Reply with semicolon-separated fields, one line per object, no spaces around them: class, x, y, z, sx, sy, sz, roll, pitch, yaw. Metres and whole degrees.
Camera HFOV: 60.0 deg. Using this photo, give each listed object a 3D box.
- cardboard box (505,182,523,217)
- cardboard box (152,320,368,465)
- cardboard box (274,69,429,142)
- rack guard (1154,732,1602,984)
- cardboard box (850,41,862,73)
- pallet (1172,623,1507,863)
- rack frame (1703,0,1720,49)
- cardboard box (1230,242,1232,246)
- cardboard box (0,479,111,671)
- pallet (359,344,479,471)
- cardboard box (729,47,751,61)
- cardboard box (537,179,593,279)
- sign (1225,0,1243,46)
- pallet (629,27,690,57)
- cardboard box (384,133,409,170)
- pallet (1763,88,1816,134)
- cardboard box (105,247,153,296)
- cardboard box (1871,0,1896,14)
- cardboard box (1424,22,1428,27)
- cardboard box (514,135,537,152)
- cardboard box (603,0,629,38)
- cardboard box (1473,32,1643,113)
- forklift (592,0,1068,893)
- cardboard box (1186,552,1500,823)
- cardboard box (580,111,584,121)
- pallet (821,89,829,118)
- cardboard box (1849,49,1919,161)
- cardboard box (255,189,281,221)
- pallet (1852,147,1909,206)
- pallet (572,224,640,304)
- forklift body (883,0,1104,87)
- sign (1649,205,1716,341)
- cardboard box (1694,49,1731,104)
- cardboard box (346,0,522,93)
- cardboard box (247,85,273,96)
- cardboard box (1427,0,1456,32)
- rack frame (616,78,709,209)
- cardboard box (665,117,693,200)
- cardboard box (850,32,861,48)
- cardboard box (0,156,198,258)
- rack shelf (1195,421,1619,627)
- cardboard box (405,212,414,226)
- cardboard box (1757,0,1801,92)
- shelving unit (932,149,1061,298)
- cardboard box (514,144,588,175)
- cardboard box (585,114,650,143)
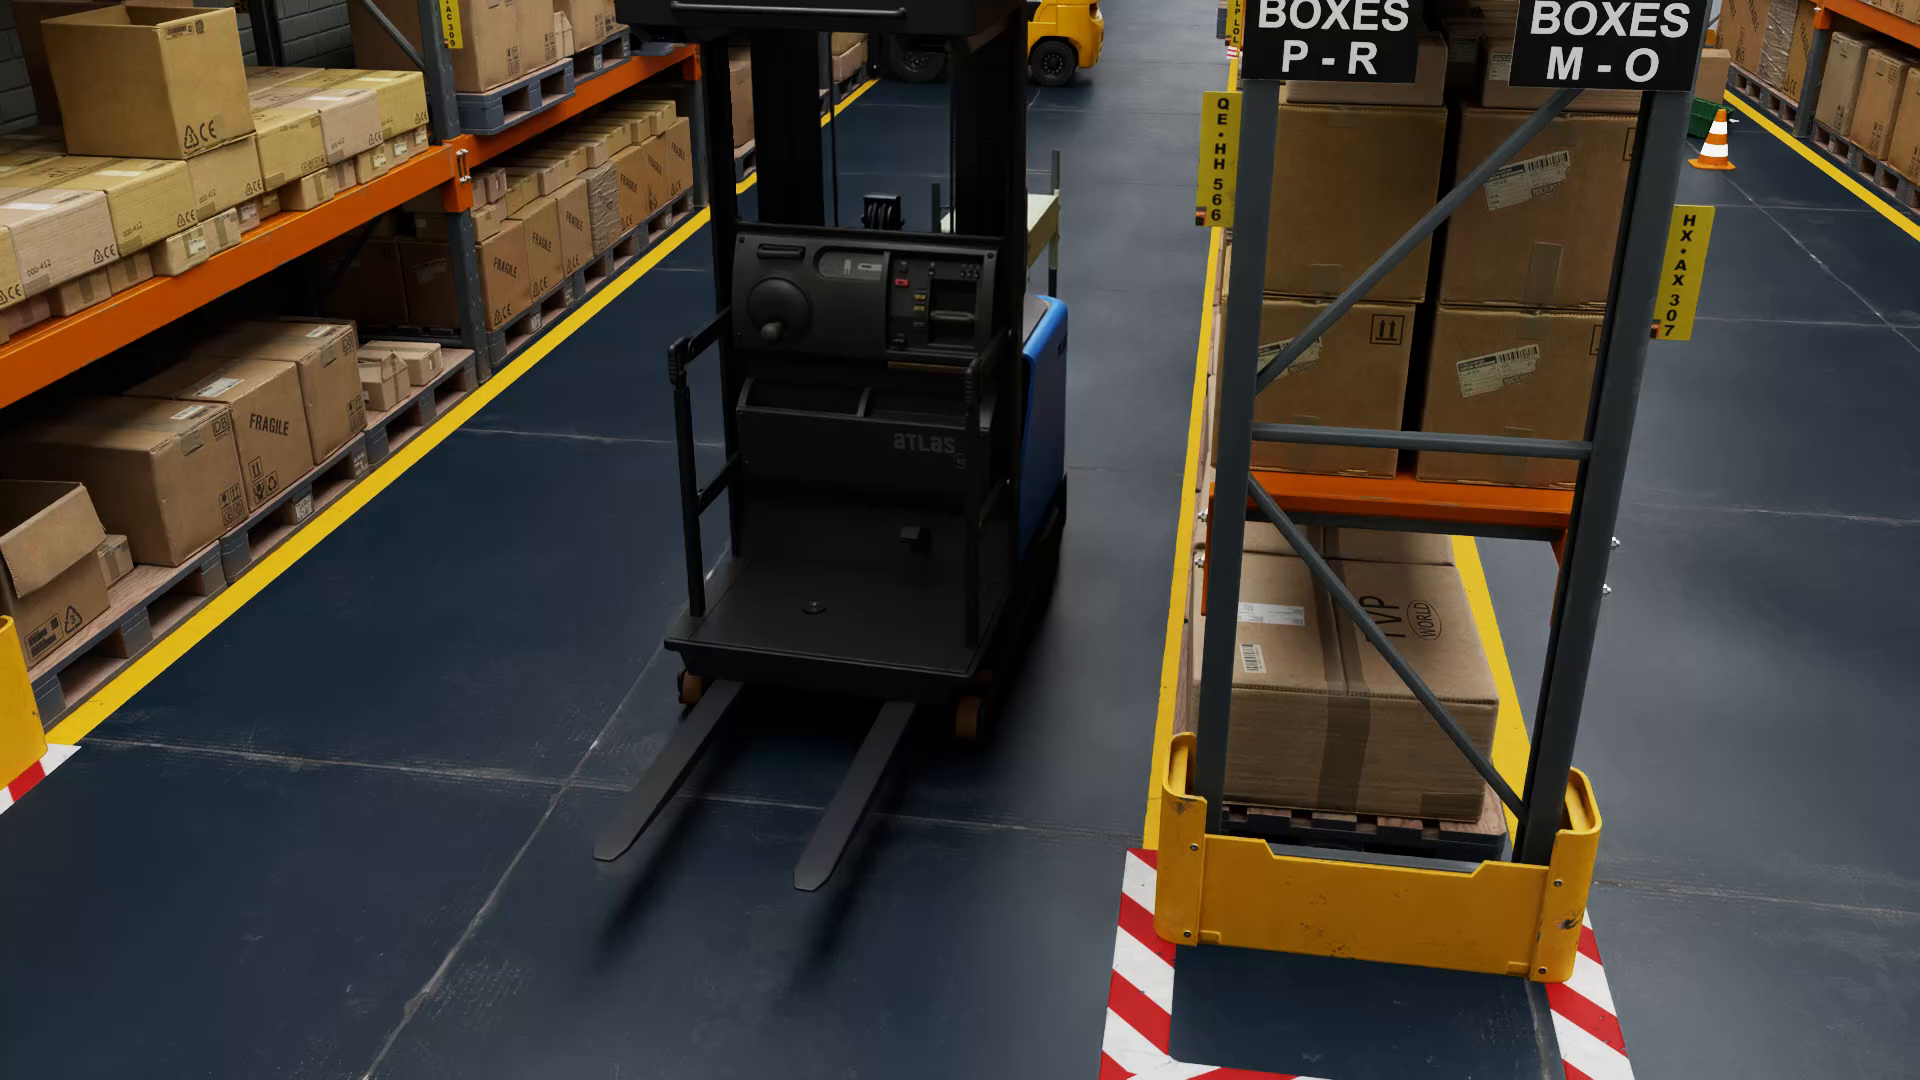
cardboard box;-2.760;-1.973;9.615;0.380;0.149;0.250;3;25;6
cardboard box;-3.193;-0.684;7.626;0.700;0.500;0.500;3;25;7
cardboard box;-2.923;-2.097;8.018;0.500;0.250;0.500;5;25;10
rack guard;1.159;0.897;4.744;1.175;0.500;0.348;4;25;9
cardboard box;-1.300;-4.944;17.022;0.500;0.250;0.500;3;25;7
pallet;1.217;0.678;5.553;1.003;0.211;1.213;4;25;9
rack frame;8.678;-6.636;17.889;1.000;3.000;0.127;4;25;9
cardboard box;1.078;-0.719;5.131;0.500;0.500;0.500;3;25;7
cardboard box;-3.541;0.104;5.939;0.797;0.503;0.637;3;25;6
pallet;-3.194;-0.710;8.518;1.003;0.211;1.213;4;25;9
cardboard box;-2.103;-3.863;14.271;0.875;0.625;0.625;3;25;6
cardboard box;-2.616;-1.937;10.303;0.500;0.500;0.500;3;25;7
sign;1.280;-2.440;7.652;0.100;0.325;0.005;4;25;9
pallet;-2.468;-3.558;11.539;1.213;0.211;1.003;4;25;9
cardboard box;-2.905;-1.885;8.036;0.380;0.149;0.250;5;25;10
pallet;8.226;-4.013;15.574;1.003;0.211;1.213;4;25;9
cardboard box;-3.266;-1.027;6.202;0.380;0.149;0.250;4;25;9
cardboard box;7.507;-4.387;12.966;0.500;0.500;0.500;4;25;8
cardboard box;1.677;-1.357;5.313;0.500;0.500;0.500;4;25;8
cardboard box;-2.978;-2.544;10.835;0.380;0.149;0.250;4;25;9
cardboard box;-2.511;-3.475;10.518;0.797;0.503;0.637;3;25;7
cardboard box;1.494;-1.166;4.141;0.380;0.149;0.250;5;25;10
forklift;-0.380;-0.804;5.510;1.130;2.935;3.031;6;26;12
cardboard box;1.172;0.442;5.294;0.875;0.438;0.875;3;25;7
cardboard box;-2.889;-2.979;11.765;0.380;0.149;0.250;5;26;10
pallet;-1.855;-4.033;15.616;1.003;0.211;1.213;4;25;9
cardboard box;7.850;-3.465;13.274;1.050;0.750;0.750;4;25;9
cardboard box;-3.159;-1.458;7.123;0.380;0.149;0.250;4;25;9
pallet;7.776;-2.861;13.112;1.003;0.211;1.213;4;25;9
pallet;-2.788;-1.852;10.958;1.003;0.211;1.213;4;25;9
forklift body;0.370;-5.975;17.479;2.313;2.155;1.214;4;25;9
sign;1.710;-0.632;3.948;0.100;0.325;0.005;4;25;9
cardboard box;7.266;-4.553;16.383;0.500;0.500;0.500;8;26;18
cardboard box;-2.781;-2.683;8.830;0.700;0.500;0.500;5;25;10
cardboard box;-3.503;-1.929;7.658;0.500;0.250;0.500;4;25;8
cardboard box;1.639;-1.606;5.081;0.380;0.149;0.250;4;25;9
rack frame;-2.427;-3.933;12.115;1.000;3.000;0.127;4;25;9
cardboard box;-2.284;-2.800;12.146;0.500;0.500;0.500;5;26;10
cardboard box;-1.309;-5.169;16.914;0.500;0.250;0.500;4;25;8
cardboard box;-3.233;-1.248;6.205;0.500;0.250;0.500;4;25;8
rack shelf;1.490;-0.756;6.175;1.077;0.370;4.000;4;25;9
cardboard box;-3.267;-1.897;9.452;0.380;0.149;0.250;4;25;9
cardboard box;8.340;-4.827;16.034;0.875;0.875;0.875;4;25;9
shelving unit;0.166;-0.934;7.476;0.431;1.500;0.755;6;26;12
cardboard box;-2.593;-2.409;10.547;0.380;0.149;0.250;4;25;9
cardboard box;-2.358;-2.838;11.462;0.380;0.149;0.250;3;25;7
